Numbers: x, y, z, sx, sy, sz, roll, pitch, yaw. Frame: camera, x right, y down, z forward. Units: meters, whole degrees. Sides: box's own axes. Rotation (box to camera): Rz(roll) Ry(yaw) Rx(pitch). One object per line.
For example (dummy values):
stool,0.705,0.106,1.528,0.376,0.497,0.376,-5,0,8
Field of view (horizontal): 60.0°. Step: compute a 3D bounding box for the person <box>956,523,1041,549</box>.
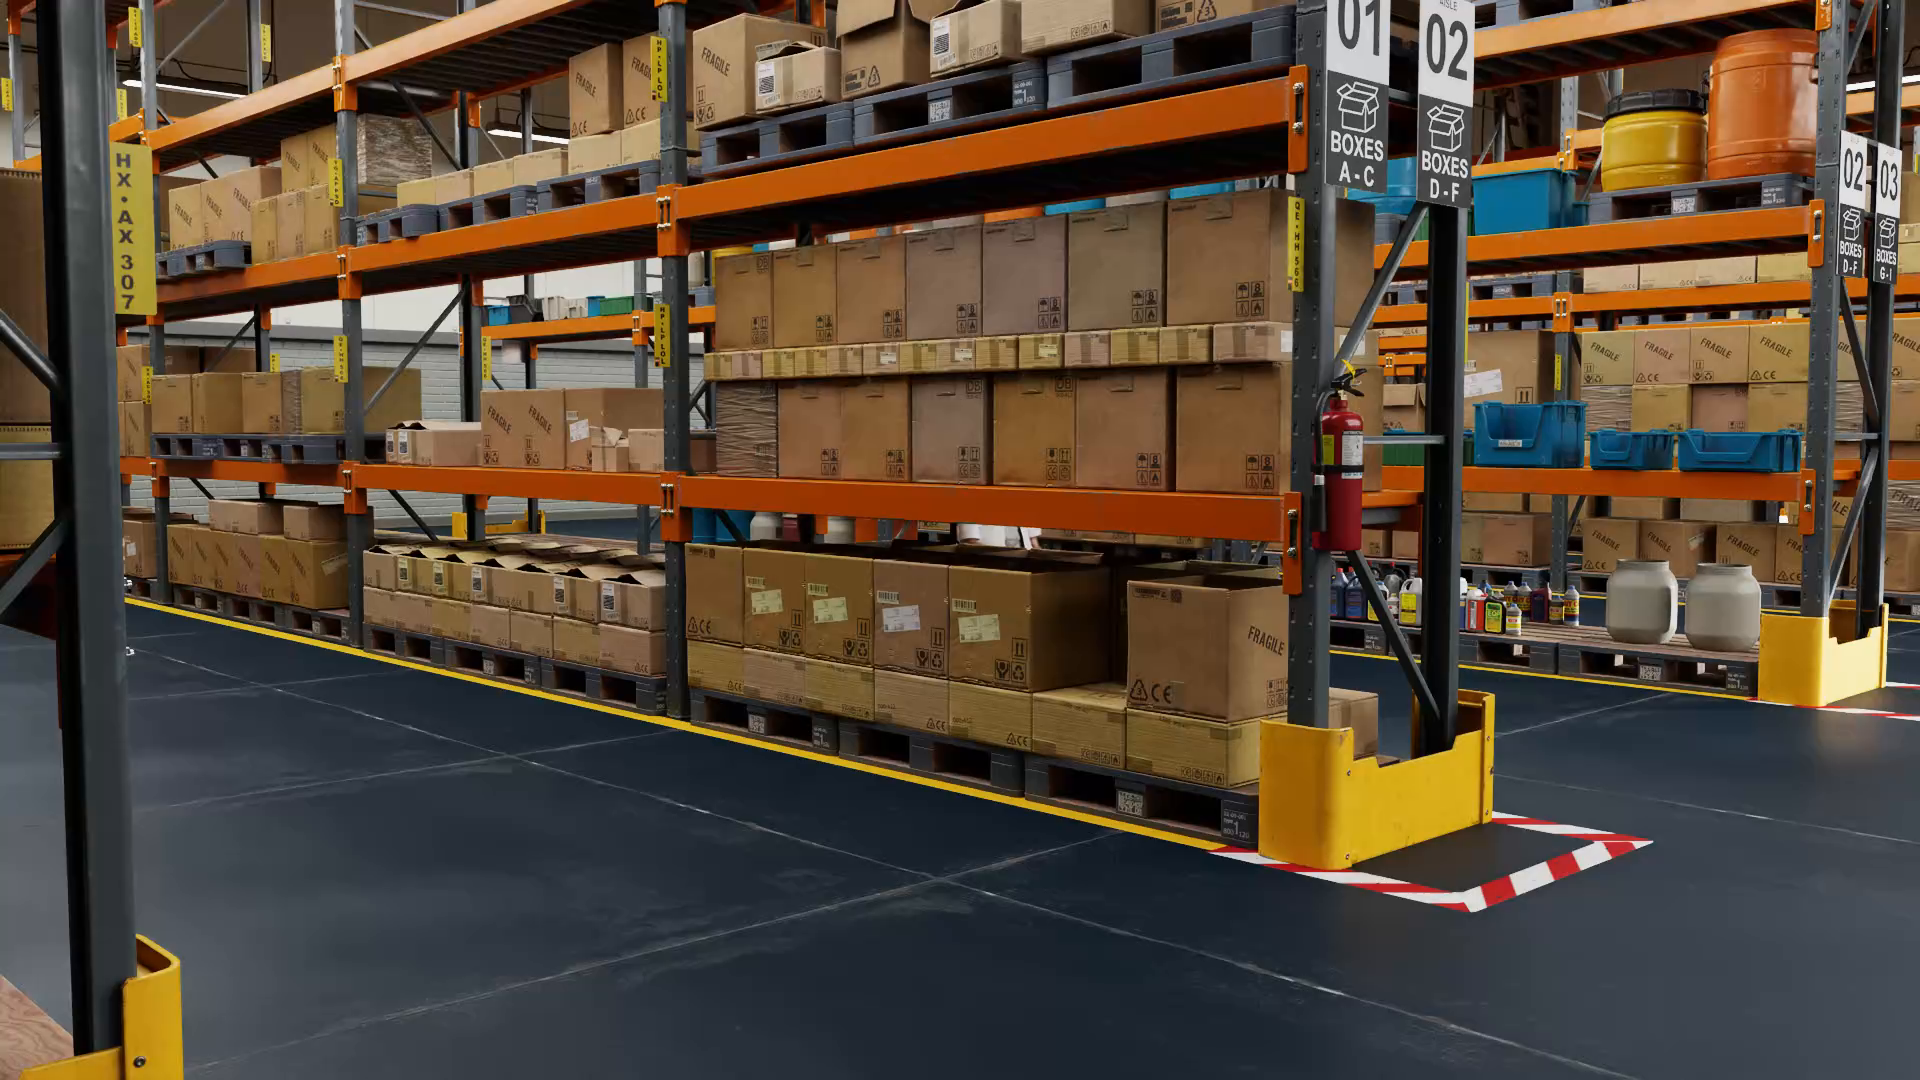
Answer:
person,0.235,0.007,9.851,0.648,1.774,0.418,-4,5,-44
